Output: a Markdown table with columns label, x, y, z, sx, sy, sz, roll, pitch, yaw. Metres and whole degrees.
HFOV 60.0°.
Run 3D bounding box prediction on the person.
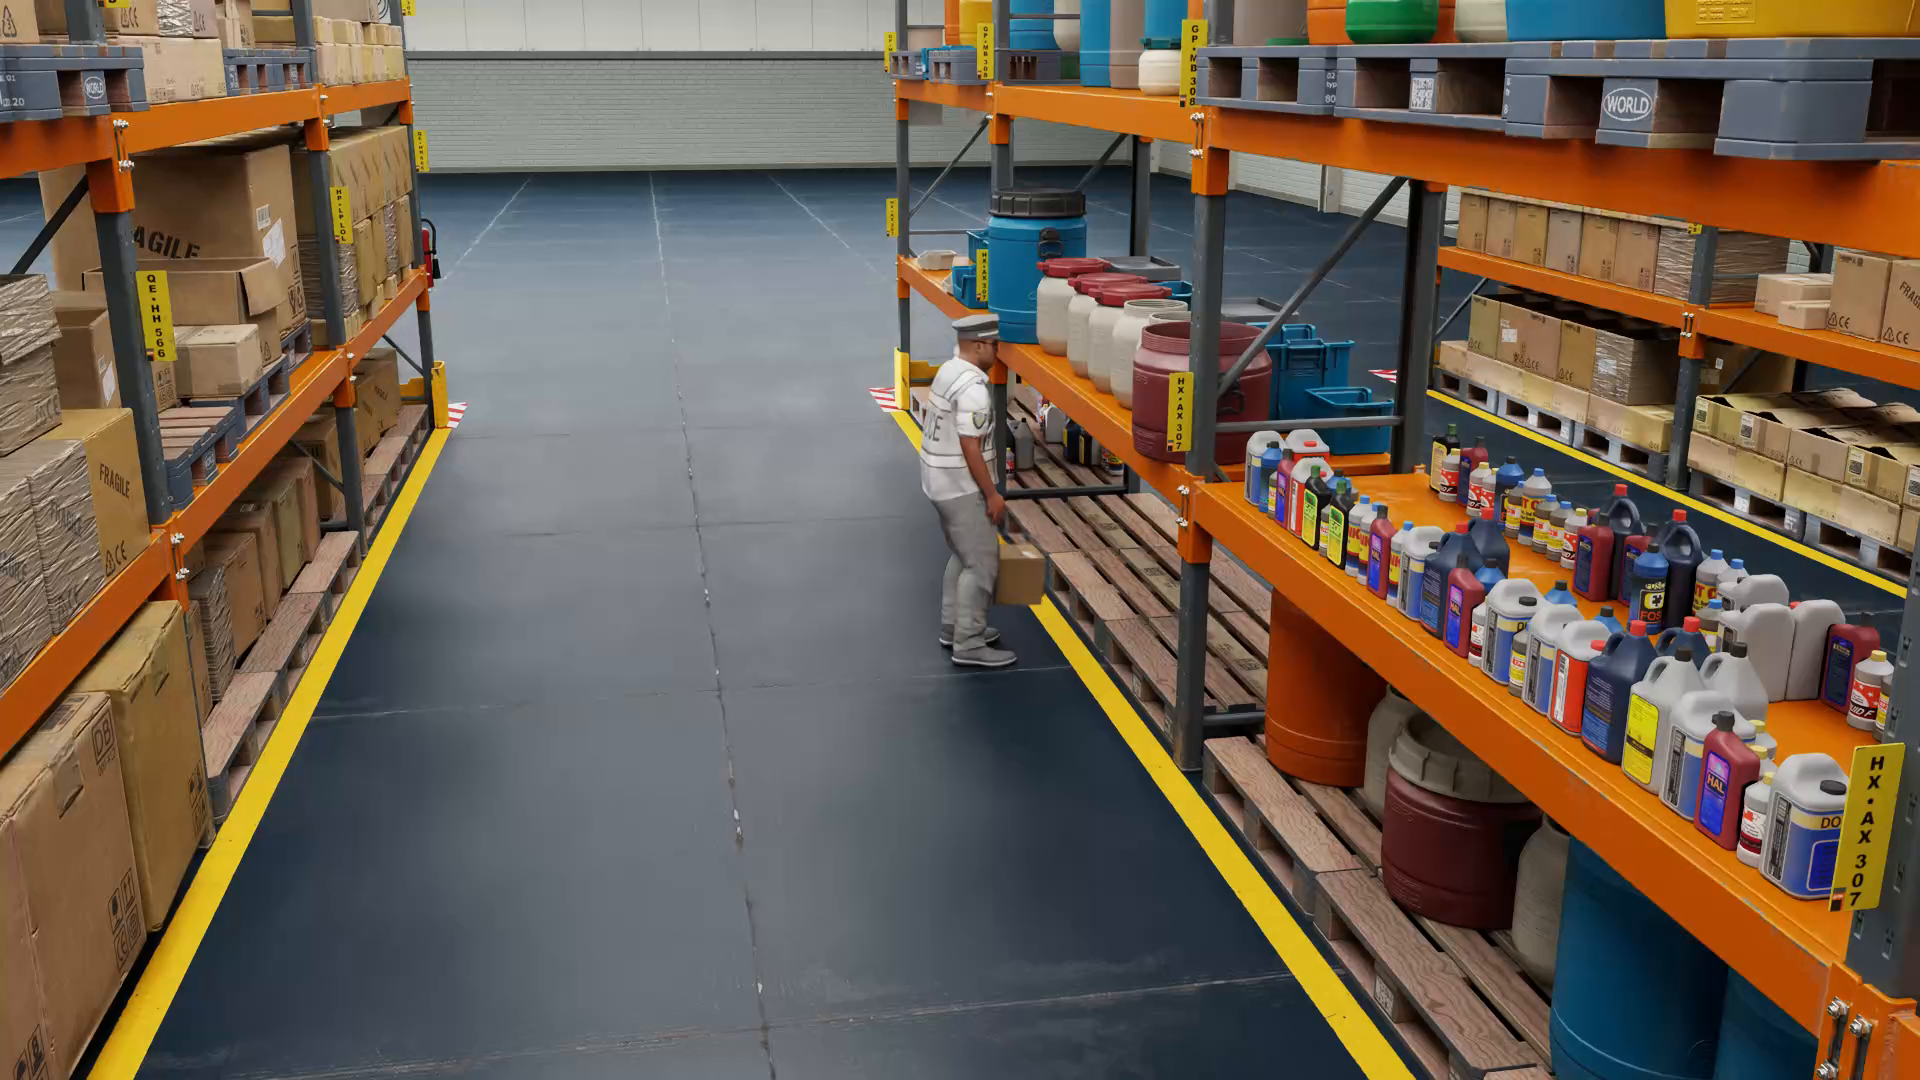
| label | x | y | z | sx | sy | sz | roll | pitch | yaw |
| --- | --- | --- | --- | --- | --- | --- | --- | --- | --- |
| person | 0.028 | -0.261 | 8.410 | 0.434 | 1.752 | 0.566 | -4 | 17 | -12 |
